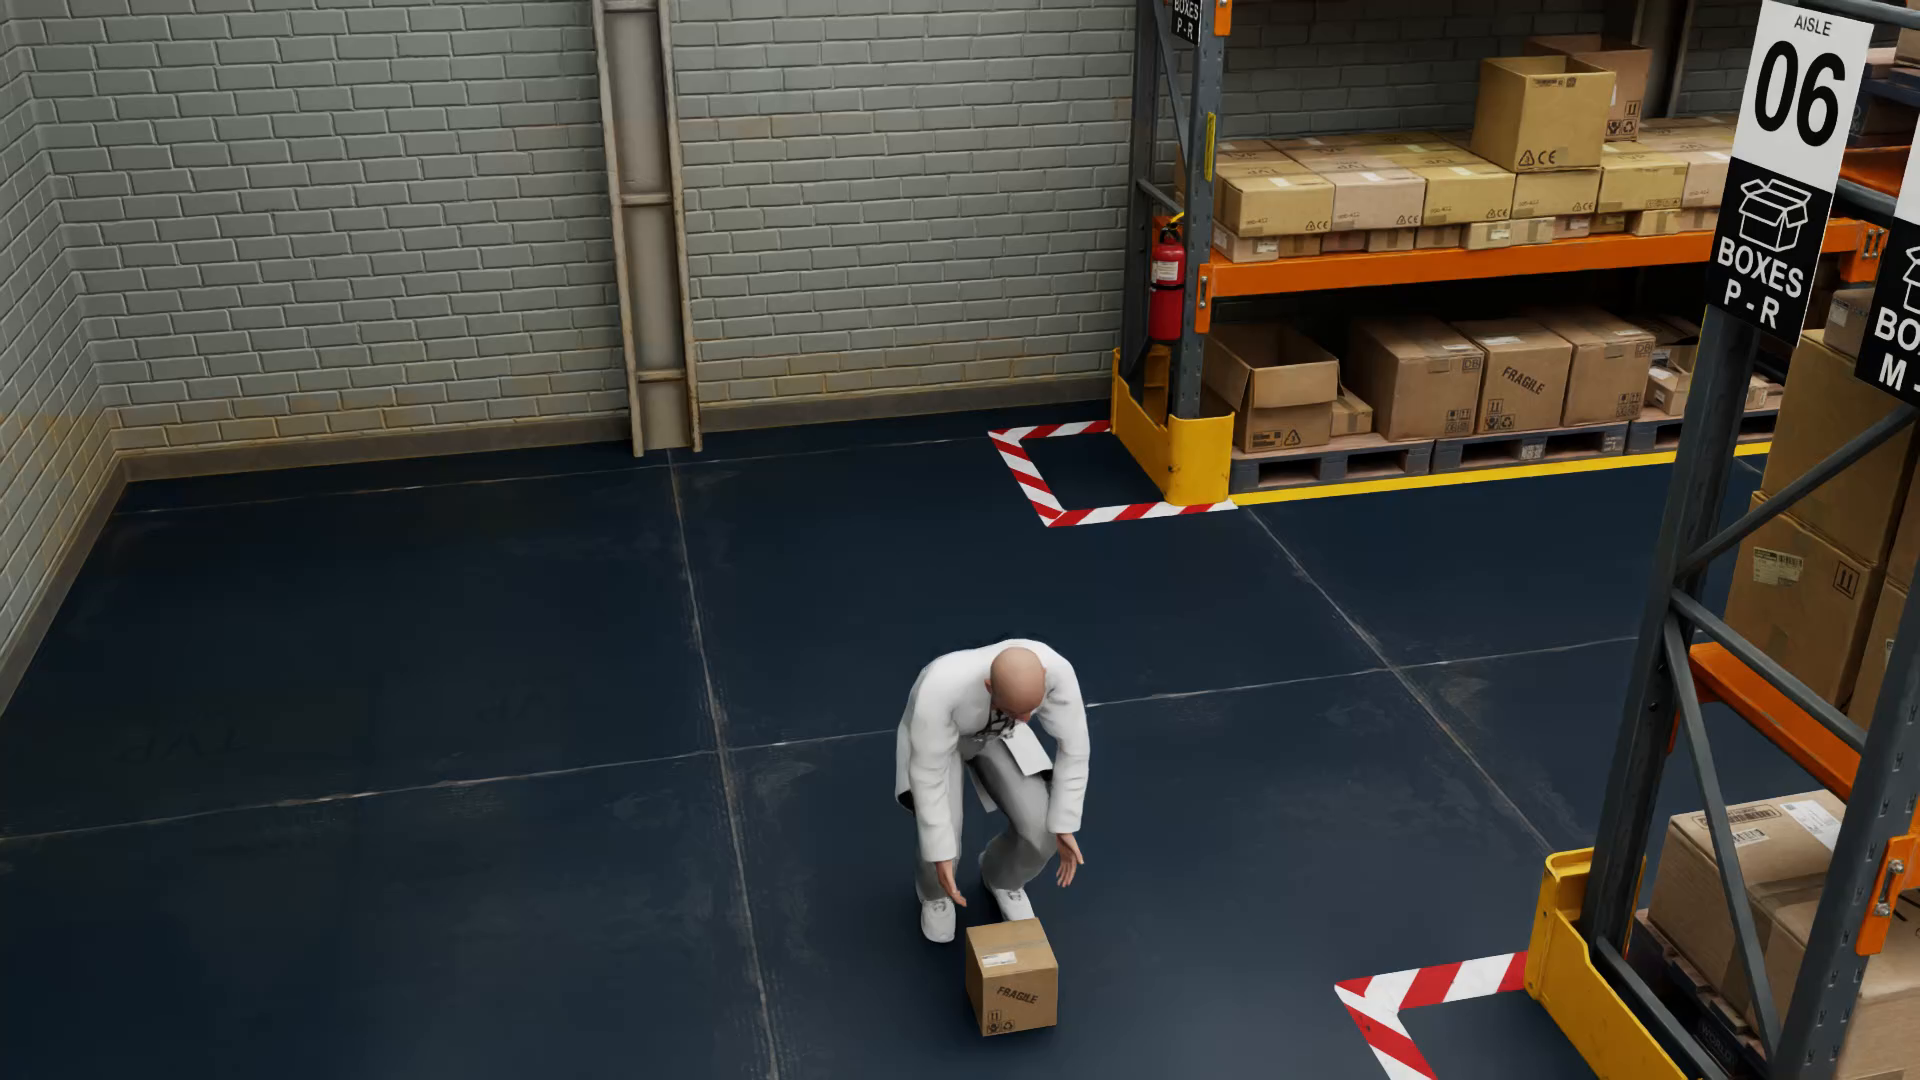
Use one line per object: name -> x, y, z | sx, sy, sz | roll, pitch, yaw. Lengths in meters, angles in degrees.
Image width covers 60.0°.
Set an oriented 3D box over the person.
person -> 0.092, 0.784, 5.631 | 0.632, 1.265, 0.793 | -6, 27, -12
